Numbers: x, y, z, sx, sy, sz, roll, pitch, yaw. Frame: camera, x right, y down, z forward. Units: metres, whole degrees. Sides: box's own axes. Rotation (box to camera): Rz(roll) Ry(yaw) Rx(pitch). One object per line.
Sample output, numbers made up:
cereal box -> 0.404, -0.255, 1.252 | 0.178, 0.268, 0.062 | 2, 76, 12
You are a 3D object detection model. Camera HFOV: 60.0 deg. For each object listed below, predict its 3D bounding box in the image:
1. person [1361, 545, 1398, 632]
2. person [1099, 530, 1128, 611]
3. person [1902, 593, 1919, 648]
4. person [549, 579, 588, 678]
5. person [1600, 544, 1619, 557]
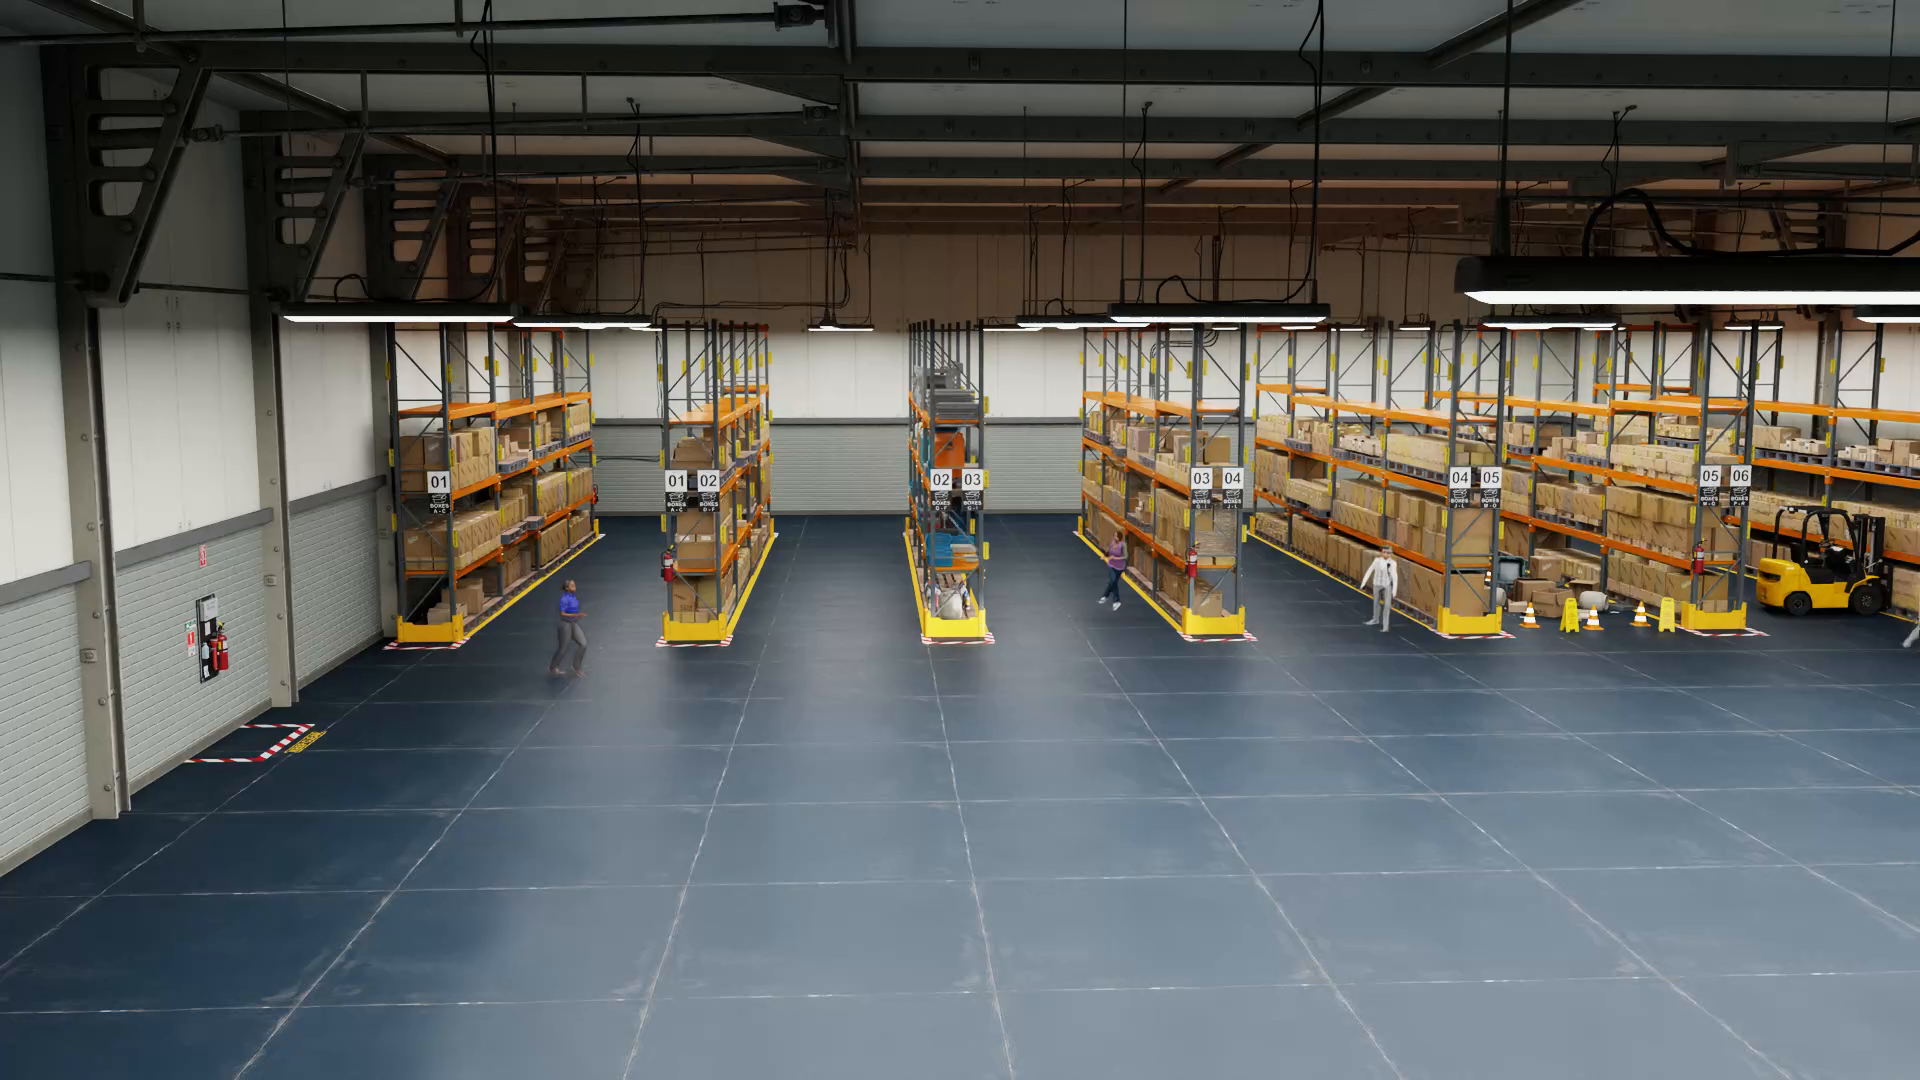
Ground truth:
person -> 8.160, 0.913, 32.394 | 0.676, 1.651, 0.756 | 4, 8, 29
person -> 3.082, 0.582, 33.331 | 0.656, 1.603, 0.634 | 3, 7, 20
person -> 17.560, 1.181, 30.011 | 0.722, 1.702, 0.744 | -1, 7, -5
person -> -6.533, 1.494, 27.760 | 0.745, 1.707, 0.564 | 2, 7, 17
person -> 16.402, -0.245, 41.785 | 0.561, 1.640, 0.955 | -2, 7, -15
